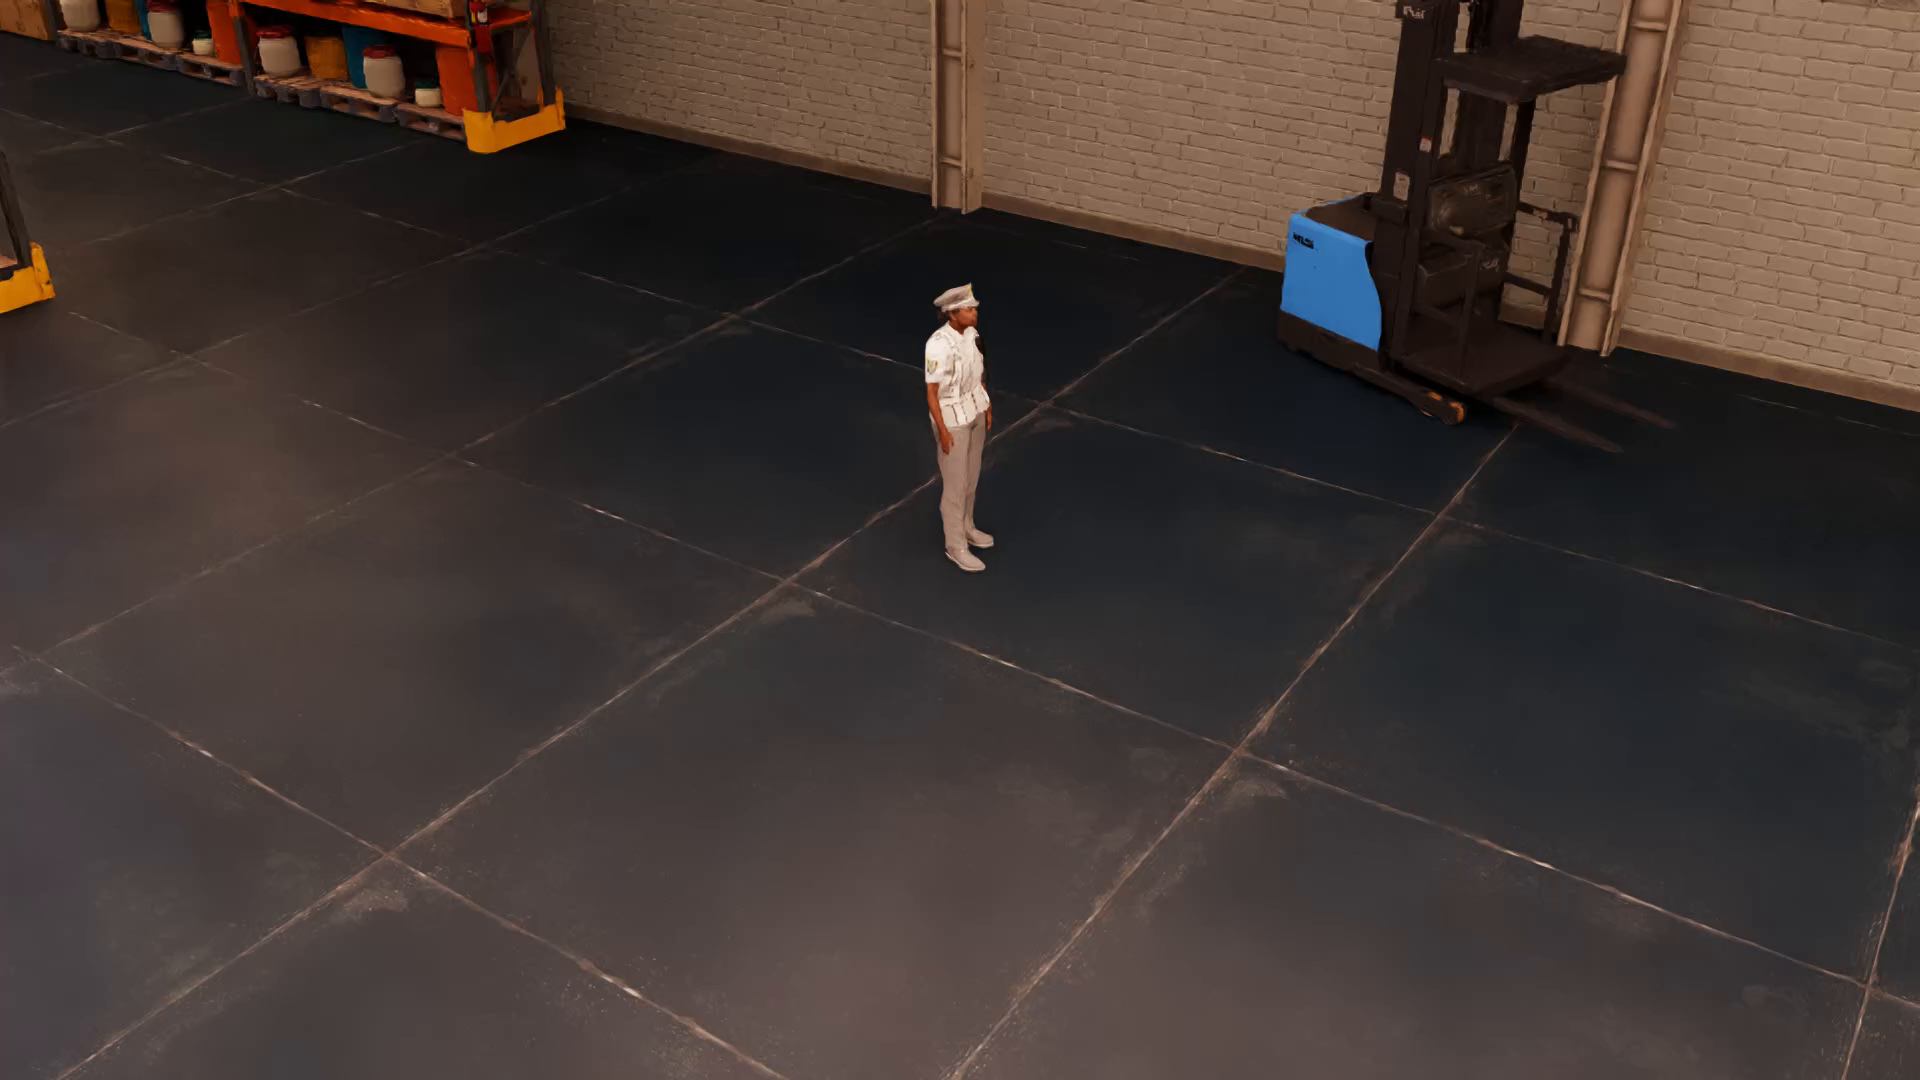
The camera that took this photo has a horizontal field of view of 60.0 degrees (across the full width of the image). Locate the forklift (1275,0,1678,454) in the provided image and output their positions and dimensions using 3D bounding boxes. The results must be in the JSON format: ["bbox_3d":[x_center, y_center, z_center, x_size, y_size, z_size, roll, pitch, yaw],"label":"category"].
[{"bbox_3d":[3.763,-2.366,11.655,1.130,2.935,3.031,-20,36,-31],"label":"forklift"}]

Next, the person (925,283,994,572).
[{"bbox_3d":[0.051,-0.710,10.020,0.529,1.695,0.570,19,35,29],"label":"person"}]
